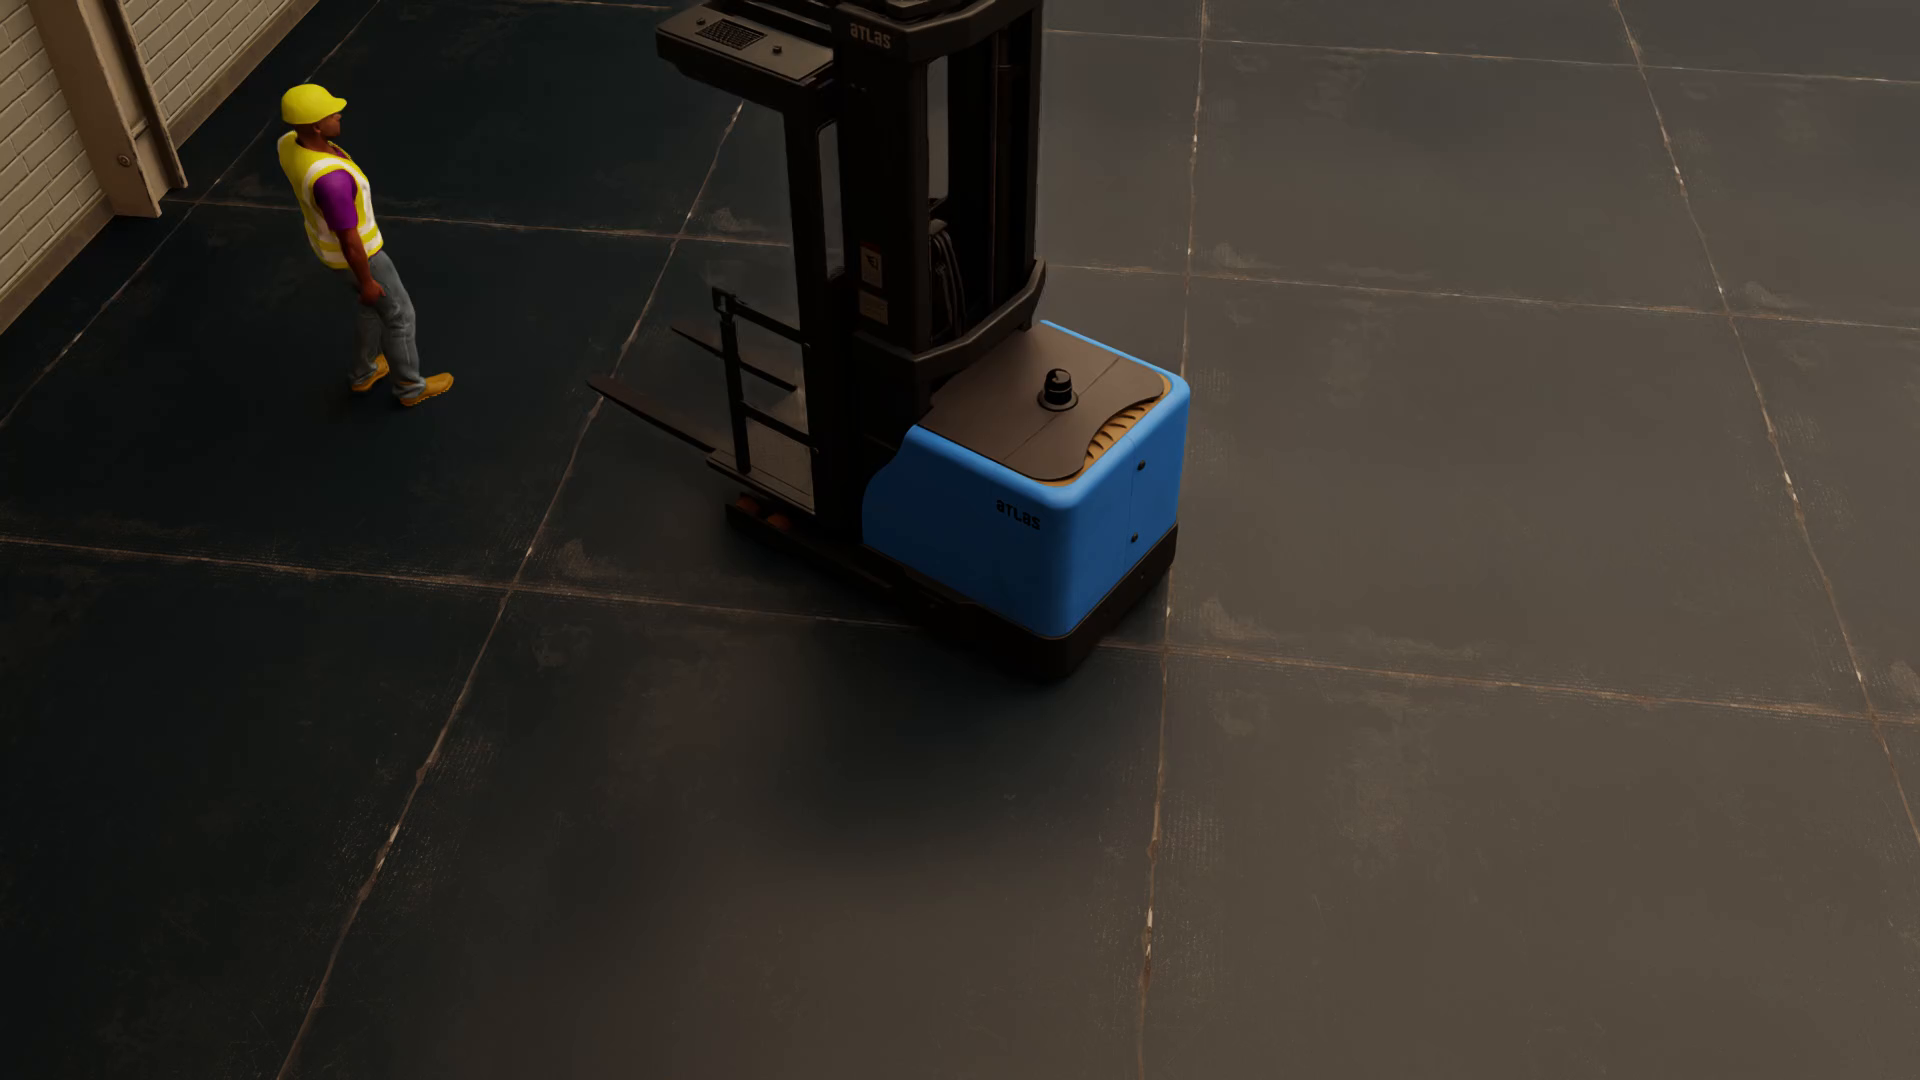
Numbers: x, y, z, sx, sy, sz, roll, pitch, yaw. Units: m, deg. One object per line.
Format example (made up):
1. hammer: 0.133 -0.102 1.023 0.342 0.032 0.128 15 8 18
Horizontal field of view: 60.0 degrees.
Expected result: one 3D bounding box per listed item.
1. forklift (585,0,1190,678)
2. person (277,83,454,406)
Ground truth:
1. forklift: -0.493 -1.299 7.138 3.031 2.935 1.130 27 49 26
2. person: -2.959 -1.463 8.221 0.481 1.757 0.681 -25 48 -25
